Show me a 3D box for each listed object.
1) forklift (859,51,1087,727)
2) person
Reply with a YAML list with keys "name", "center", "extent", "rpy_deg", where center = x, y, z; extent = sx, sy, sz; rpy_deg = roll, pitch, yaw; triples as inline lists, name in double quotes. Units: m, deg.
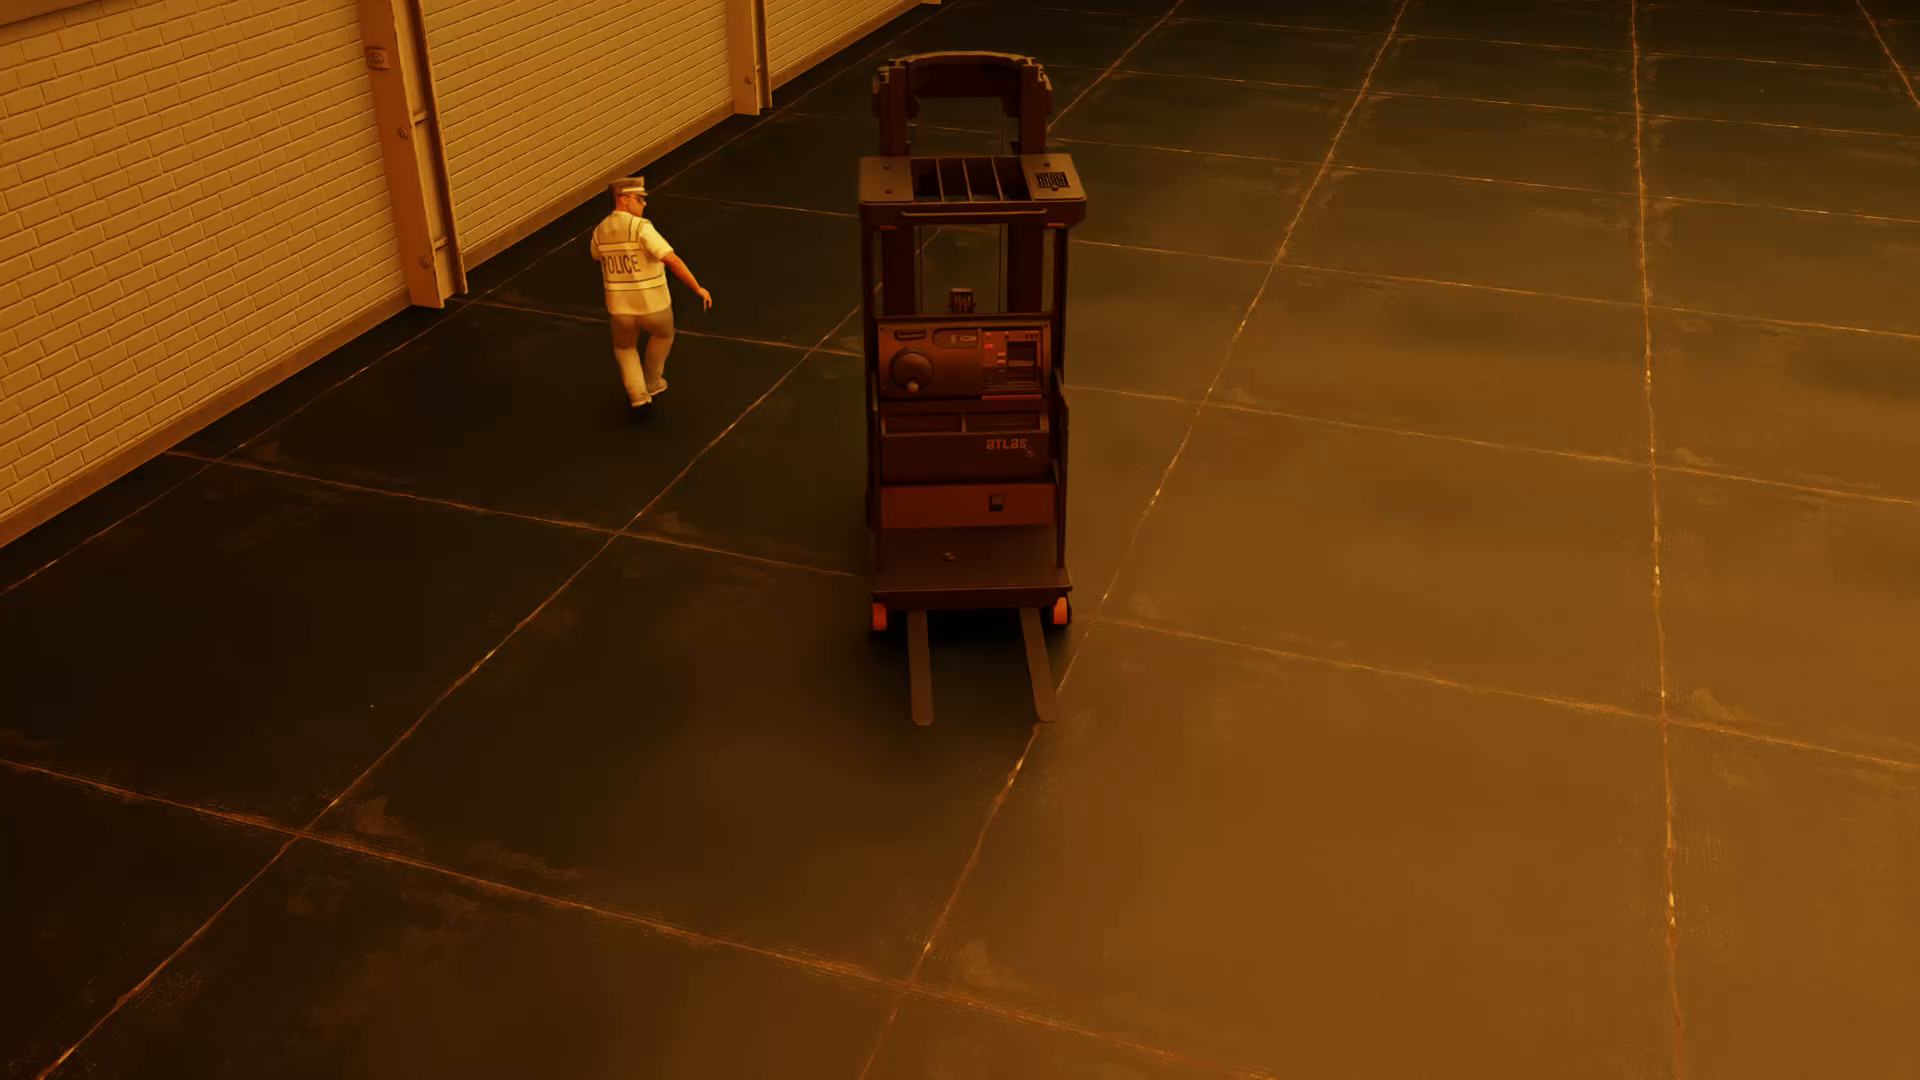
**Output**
- name: "forklift"
  center: [0.039, -0.935, 8.777]
  extent: [1.130, 2.935, 3.031]
  rpy_deg: [-2, 30, -3]
- name: "person"
  center: [-2.111, -1.707, 11.460]
  extent: [0.887, 1.637, 0.867]
  rpy_deg: [5, 30, 8]
